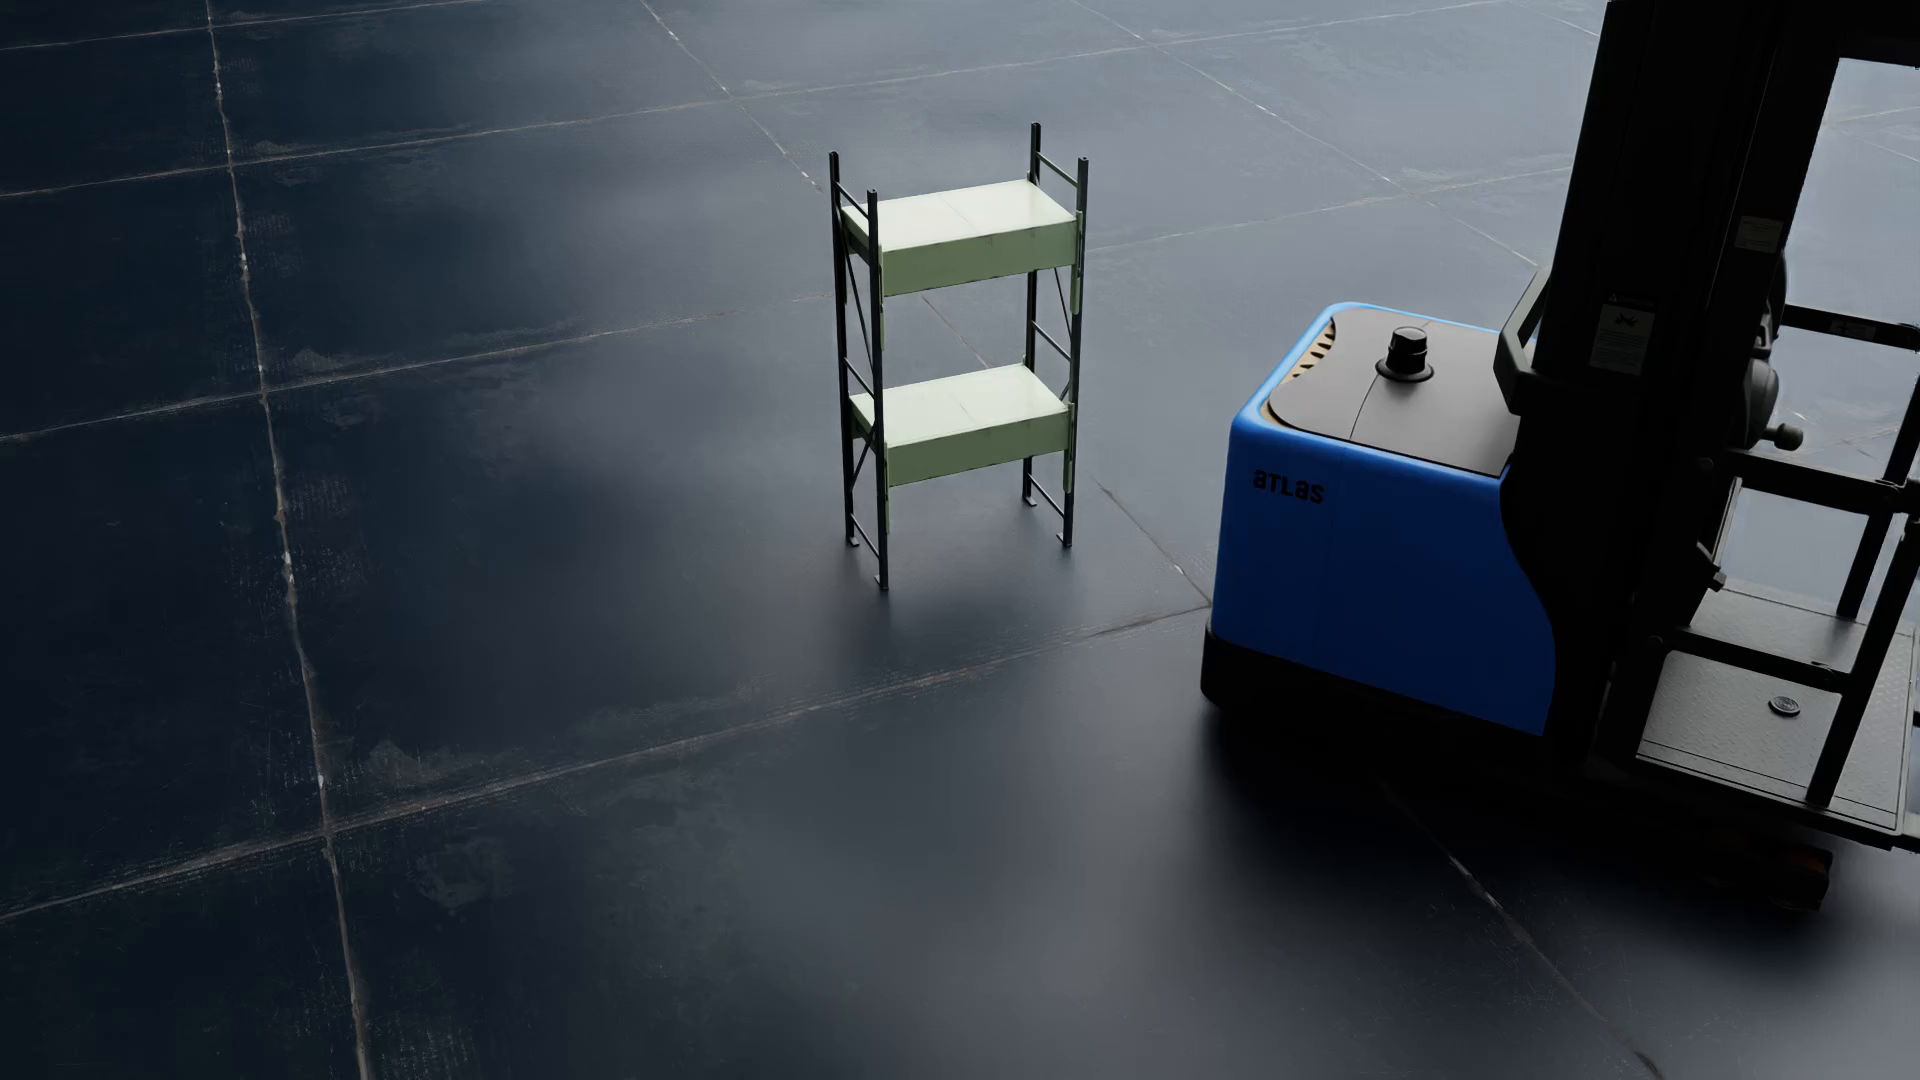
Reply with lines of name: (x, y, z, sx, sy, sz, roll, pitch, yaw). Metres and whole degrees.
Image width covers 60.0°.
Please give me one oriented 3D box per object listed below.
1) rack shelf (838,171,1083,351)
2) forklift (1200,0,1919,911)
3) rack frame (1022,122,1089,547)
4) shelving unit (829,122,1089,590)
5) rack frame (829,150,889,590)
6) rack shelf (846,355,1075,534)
rack shelf: (-0.006, -0.954, 5.626, 0.720, 0.370, 0.431, -13, 35, -19)
forklift: (2.322, -0.526, 4.371, 3.031, 2.935, 1.130, 16, 36, 23)
rack frame: (0.331, -0.704, 5.958, 0.023, 1.500, 0.400, -13, 35, -19)
shelving unit: (-0.006, -0.627, 5.839, 0.755, 1.500, 0.431, -13, 35, -19)
rack frame: (-0.344, -0.550, 5.720, 0.023, 1.500, 0.400, -13, 35, -19)
rack shelf: (-0.006, -0.354, 6.017, 0.720, 0.370, 0.431, -13, 35, -19)
